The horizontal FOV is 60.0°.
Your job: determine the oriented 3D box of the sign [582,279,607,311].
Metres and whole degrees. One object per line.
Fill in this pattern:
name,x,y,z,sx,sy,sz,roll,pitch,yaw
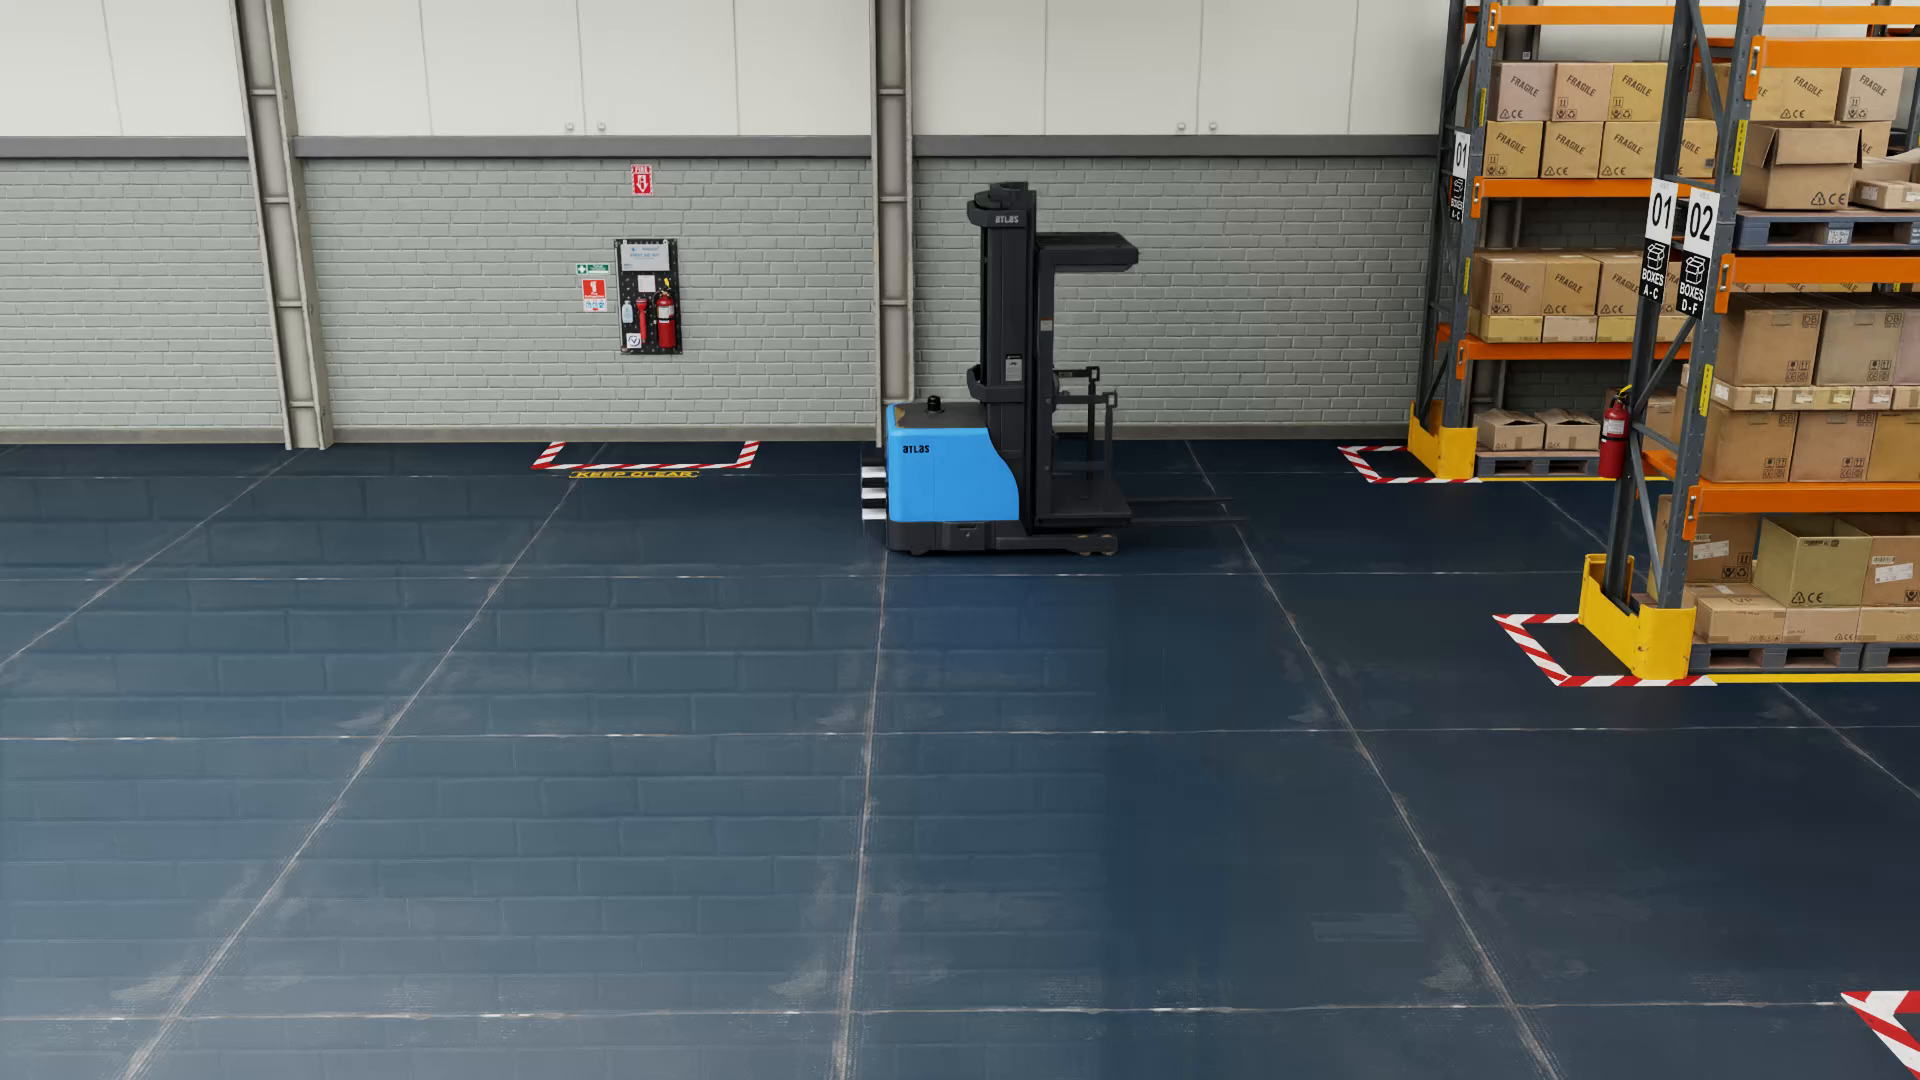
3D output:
sign,-3.688,-2.469,16.775,0.234,0.329,0.001,0,18,-1

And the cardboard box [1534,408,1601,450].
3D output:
cardboard box,5.914,-1.092,16.224,0.500,0.311,0.500,1,18,4

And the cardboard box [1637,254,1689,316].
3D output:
cardboard box,6.660,-2.396,15.592,0.500,0.500,0.500,0,18,1

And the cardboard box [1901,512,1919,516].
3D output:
cardboard box,6.764,-0.024,11.799,0.500,0.500,0.500,0,18,-1

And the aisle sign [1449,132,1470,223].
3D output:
aisle sign,4.584,-3.331,15.263,0.004,0.787,0.394,0,18,-1

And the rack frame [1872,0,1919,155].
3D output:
rack frame,8.651,-5.061,15.091,0.127,3.000,1.000,0,18,-1

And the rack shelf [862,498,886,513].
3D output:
rack shelf,-0.719,-0.296,13.902,0.200,0.077,0.258,-1,18,-3

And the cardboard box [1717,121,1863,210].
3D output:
cardboard box,5.308,-2.417,10.676,0.637,0.503,0.797,1,18,3

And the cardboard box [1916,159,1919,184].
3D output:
cardboard box,6.398,-2.339,10.437,0.500,0.500,0.500,0,18,-1

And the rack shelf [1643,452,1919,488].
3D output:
rack shelf,6.733,-0.432,11.341,3.809,0.124,0.919,0,18,-1

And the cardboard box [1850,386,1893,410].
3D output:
cardboard box,5.894,-0.968,10.928,0.250,0.149,0.380,-1,18,-2

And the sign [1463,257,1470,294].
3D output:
sign,4.660,-2.431,15.298,0.005,0.325,0.100,0,18,-1

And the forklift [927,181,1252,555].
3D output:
forklift,0.901,-1.425,13.690,3.031,2.935,1.110,-1,18,-3

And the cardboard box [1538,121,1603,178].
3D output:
cardboard box,5.527,-3.587,15.212,0.500,0.500,0.500,1,18,3

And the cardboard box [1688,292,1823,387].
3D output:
cardboard box,5.253,-1.336,11.013,0.500,0.500,0.700,0,18,-1

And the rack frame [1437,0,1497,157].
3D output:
rack frame,4.651,-5.041,15.031,0.127,3.000,1.000,0,18,-1

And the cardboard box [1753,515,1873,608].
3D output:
cardboard box,5.773,0.143,11.278,0.500,0.500,0.500,0,18,-1

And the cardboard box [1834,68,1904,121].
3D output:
cardboard box,8.154,-4.080,15.112,0.500,0.500,0.500,-2,18,-6

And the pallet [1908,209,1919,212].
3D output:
pallet,6.663,-2.060,10.793,1.213,0.211,1.003,0,18,-1

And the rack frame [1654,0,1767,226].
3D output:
rack frame,4.733,-3.528,10.315,0.127,3.000,1.000,0,18,-1

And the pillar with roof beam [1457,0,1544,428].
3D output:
pillar with roof beam,5.405,-3.994,11.766,0.400,9.000,9.100,0,18,-1

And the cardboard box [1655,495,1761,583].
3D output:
cardboard box,5.265,-0.013,11.764,0.500,0.500,0.500,0,18,-1

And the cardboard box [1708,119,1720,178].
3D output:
cardboard box,7.090,-3.599,15.248,0.500,0.500,0.500,-1,18,-3

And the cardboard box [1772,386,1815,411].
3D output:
cardboard box,5.393,-0.966,10.924,0.250,0.149,0.380,-1,18,-2

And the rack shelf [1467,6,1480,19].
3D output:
rack shelf,6.651,-4.800,15.141,3.809,0.124,0.919,0,18,-1

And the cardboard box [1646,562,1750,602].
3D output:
cardboard box,5.265,0.345,11.876,0.500,0.250,0.500,0,18,-1

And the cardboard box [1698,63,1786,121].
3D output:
cardboard box,7.084,-4.069,15.076,0.500,0.500,0.500,-1,18,-3

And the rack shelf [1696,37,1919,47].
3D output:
rack shelf,6.733,-3.132,10.475,3.809,0.052,0.919,0,18,-1

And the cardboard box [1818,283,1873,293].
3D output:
cardboard box,8.183,-2.402,15.611,0.500,0.500,0.500,0,18,-1

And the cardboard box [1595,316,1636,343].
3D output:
cardboard box,6.172,-2.036,15.695,0.500,0.250,0.500,-1,18,-2

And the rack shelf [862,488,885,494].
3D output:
rack shelf,-0.719,-0.401,13.868,0.190,0.026,0.221,-1,18,-3

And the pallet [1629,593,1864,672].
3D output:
pallet,5.497,0.640,11.708,1.213,0.211,1.003,0,18,-1

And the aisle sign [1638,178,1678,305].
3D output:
aisle sign,4.663,-1.999,11.112,0.004,0.787,0.394,0,18,-1

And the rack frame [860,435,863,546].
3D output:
rack frame,-0.820,-0.412,13.858,0.006,0.900,0.240,-1,18,-3

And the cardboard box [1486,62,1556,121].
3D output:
cardboard box,5.040,-4.074,15.093,0.500,0.500,0.500,-2,18,-5

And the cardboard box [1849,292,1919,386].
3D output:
cardboard box,6.283,-1.343,11.035,0.500,0.500,0.700,0,18,-1

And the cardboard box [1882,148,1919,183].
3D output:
cardboard box,6.436,-2.413,10.978,0.500,0.311,0.500,2,18,6

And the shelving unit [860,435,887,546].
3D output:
shelving unit,-0.719,-0.414,13.864,0.210,0.900,0.258,-1,18,-3

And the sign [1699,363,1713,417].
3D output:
sign,4.736,-0.952,10.558,0.005,0.325,0.100,0,18,-1

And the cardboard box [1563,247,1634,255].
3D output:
cardboard box,9.015,2.678,1.985,6.802,1.850,30.447,0,18,1

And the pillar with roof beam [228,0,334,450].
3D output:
pillar with roof beam,-6.593,-3.936,11.586,0.400,9.000,9.100,0,18,-1

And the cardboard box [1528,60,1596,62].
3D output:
cardboard box,5.623,-4.234,15.592,0.500,0.500,0.500,1,18,3

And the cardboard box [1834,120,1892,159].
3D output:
cardboard box,8.147,-3.611,15.288,0.500,0.500,0.500,0,18,1

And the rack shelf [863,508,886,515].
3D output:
rack shelf,-0.719,-0.230,13.923,0.190,0.026,0.221,-1,18,-3
